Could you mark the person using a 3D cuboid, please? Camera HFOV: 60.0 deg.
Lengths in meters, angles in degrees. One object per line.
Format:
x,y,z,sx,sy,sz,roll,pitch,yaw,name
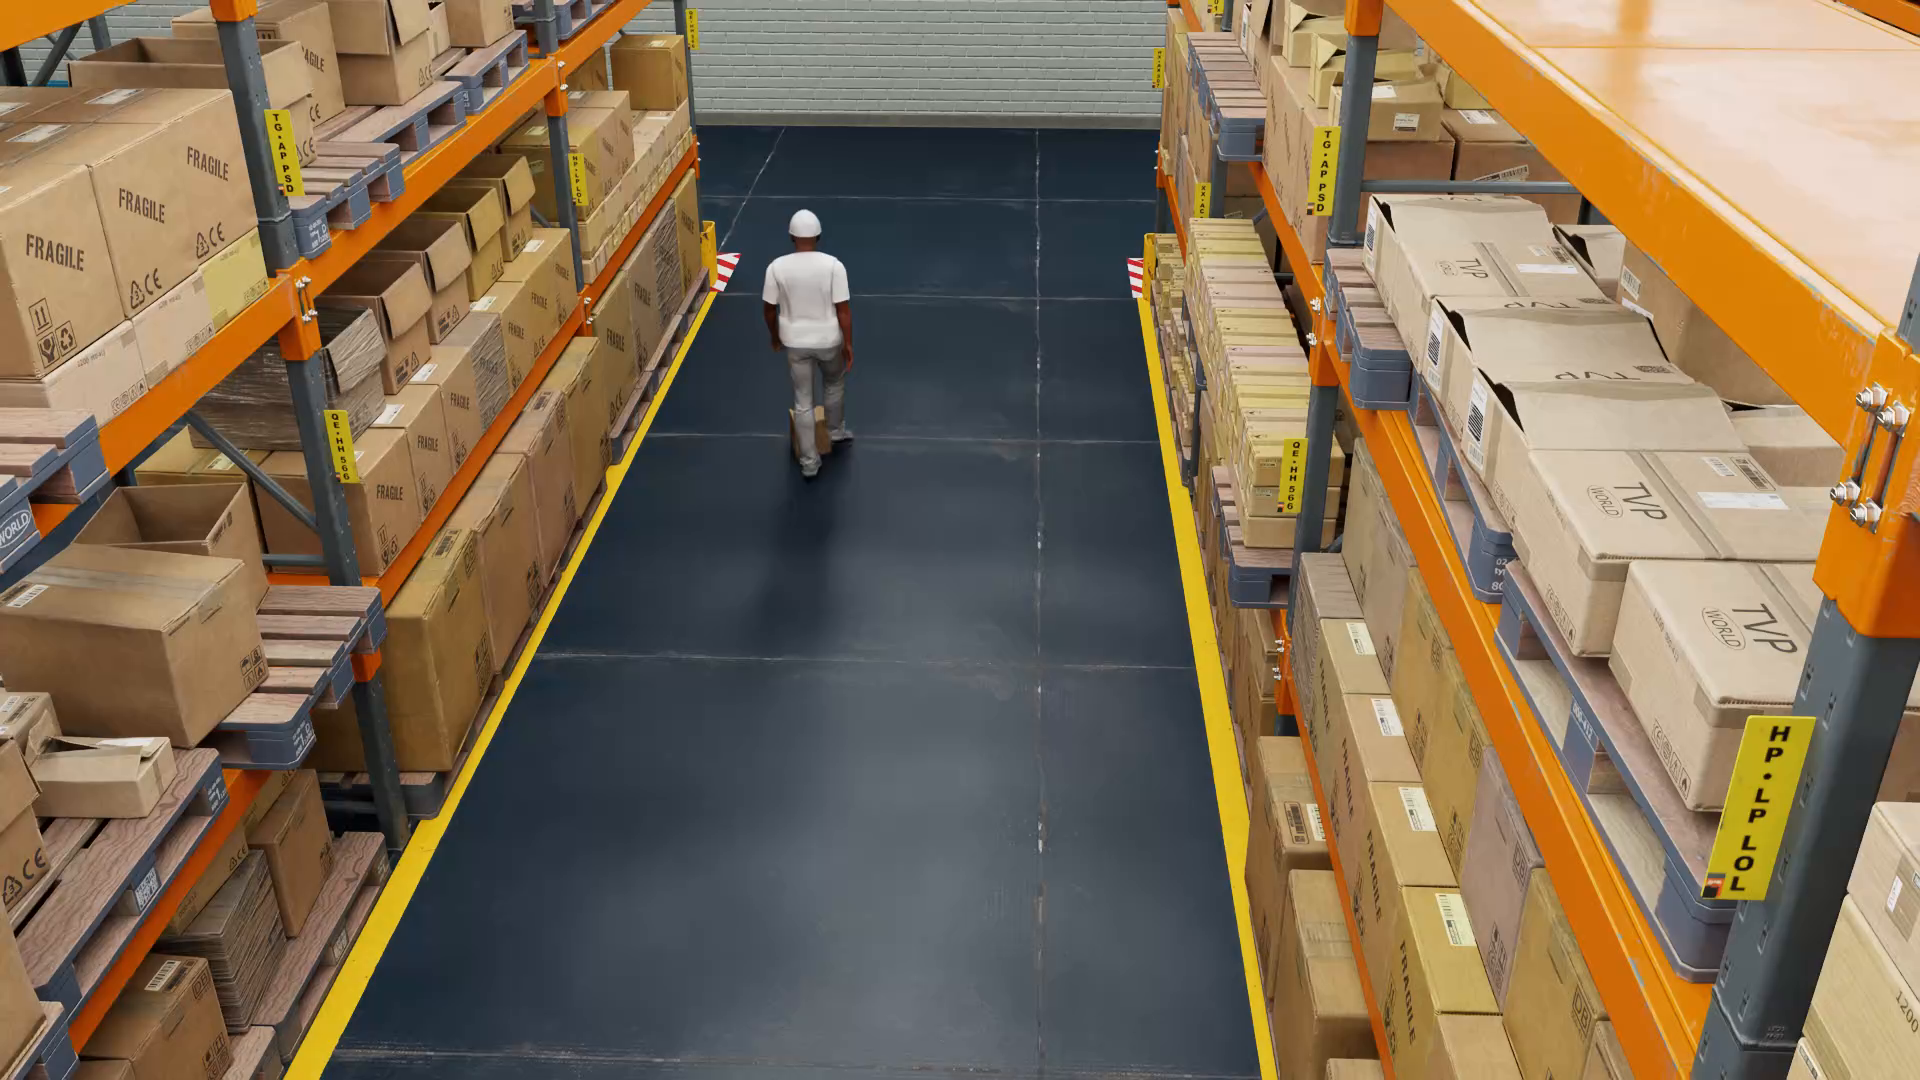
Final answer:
-1.009,-1.351,11.155,0.592,1.773,0.834,-1,28,-3,person
